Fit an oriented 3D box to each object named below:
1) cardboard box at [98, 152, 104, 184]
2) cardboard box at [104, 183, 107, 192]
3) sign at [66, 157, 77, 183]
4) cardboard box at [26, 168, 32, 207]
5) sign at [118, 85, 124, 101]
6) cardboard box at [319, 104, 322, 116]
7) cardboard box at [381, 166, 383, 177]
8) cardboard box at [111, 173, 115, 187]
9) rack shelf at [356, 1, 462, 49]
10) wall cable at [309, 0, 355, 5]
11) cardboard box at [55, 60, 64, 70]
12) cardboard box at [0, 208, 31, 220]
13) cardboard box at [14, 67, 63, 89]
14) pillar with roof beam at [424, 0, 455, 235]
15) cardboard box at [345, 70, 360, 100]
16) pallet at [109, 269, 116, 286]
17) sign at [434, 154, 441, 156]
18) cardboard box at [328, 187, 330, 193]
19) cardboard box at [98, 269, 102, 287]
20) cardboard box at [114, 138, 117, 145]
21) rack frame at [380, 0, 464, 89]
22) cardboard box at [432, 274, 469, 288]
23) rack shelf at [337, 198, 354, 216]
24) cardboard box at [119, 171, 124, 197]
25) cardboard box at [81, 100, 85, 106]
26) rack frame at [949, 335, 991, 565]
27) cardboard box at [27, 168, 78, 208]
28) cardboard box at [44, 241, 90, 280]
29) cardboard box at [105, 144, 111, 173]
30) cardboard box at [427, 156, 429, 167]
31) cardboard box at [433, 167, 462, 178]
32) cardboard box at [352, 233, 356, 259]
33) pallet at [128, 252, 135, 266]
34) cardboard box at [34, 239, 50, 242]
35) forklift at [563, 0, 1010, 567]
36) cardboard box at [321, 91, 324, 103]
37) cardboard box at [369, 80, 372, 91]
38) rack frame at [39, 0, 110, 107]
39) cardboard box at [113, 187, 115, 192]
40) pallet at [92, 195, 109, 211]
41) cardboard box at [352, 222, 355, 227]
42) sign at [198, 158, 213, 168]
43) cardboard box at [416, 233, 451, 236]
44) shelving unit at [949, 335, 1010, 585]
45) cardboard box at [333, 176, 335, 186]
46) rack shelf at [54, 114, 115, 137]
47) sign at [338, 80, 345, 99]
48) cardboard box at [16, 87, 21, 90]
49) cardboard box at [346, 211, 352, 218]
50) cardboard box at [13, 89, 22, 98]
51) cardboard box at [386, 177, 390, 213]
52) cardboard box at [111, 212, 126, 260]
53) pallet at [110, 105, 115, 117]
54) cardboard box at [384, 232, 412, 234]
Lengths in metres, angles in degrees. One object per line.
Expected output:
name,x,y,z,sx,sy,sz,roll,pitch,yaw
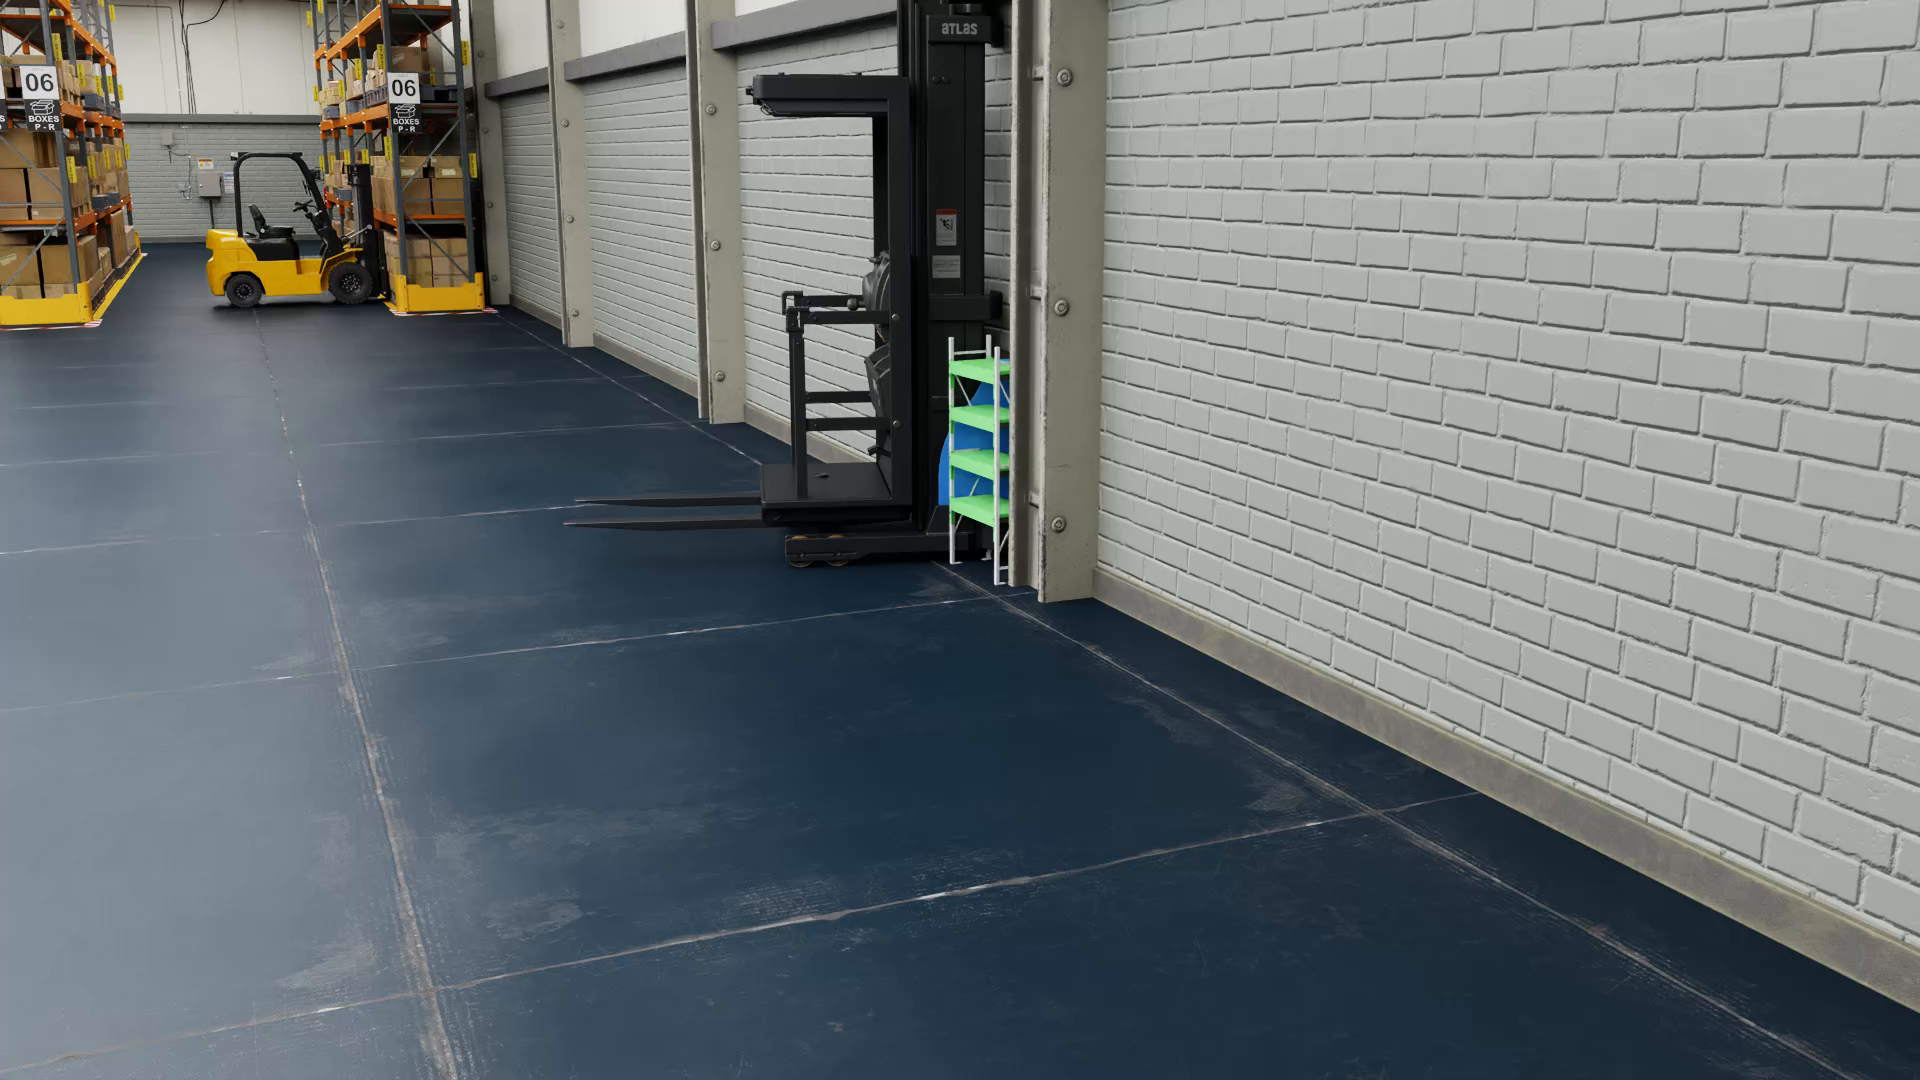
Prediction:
cardboard box,-14.190,-6.028,26.951,0.500,0.500,0.500,-7,15,-27
cardboard box,-14.384,-5.848,27.610,0.380,0.149,0.250,-6,14,-23
sign,-11.345,-4.727,21.221,0.100,0.325,0.005,-6,14,-23
cardboard box,-12.509,-4.641,21.887,0.500,0.500,0.500,-6,14,-23
sign,-17.749,-9.462,35.159,0.100,0.325,0.005,-6,14,-23
cardboard box,-13.778,-9.428,36.472,0.500,0.250,0.500,-6,14,-24
cardboard box,-8.410,-5.485,24.758,0.380,0.149,0.250,-6,14,-24
cardboard box,-15.609,-6.523,30.127,0.500,0.250,0.500,-5,14,-22
rack shelf,-8.097,-7.496,24.282,1.077,0.370,4.000,-6,14,-23
wall cable,-14.793,-14.925,41.564,2.988,3.039,0.133,-6,14,-23
cardboard box,-11.989,-6.242,21.823,0.380,0.149,0.250,-6,14,-23
cardboard box,-12.188,-4.192,21.385,0.380,0.149,0.250,-5,14,-21
cardboard box,-11.800,-5.917,21.304,0.500,0.250,0.500,-6,14,-24
pillar with roof beam,-13.097,-8.704,27.020,9.100,9.000,0.400,-6,14,-23
cardboard box,-10.434,-7.950,29.038,0.500,0.500,0.500,-5,14,-22
pallet,-14.735,-4.389,27.864,1.003,0.211,1.213,-6,14,-23
sign,-8.390,-6.042,26.729,0.100,0.325,0.005,-6,14,-23
cardboard box,-13.825,-7.796,36.957,0.380,0.149,0.250,-6,14,-23
cardboard box,-12.962,-3.850,24.517,0.500,0.250,0.500,-5,14,-20
cardboard box,-16.920,-7.891,32.933,0.380,0.149,0.250,-6,14,-25
rack frame,-7.296,-7.628,22.371,1.000,3.000,0.127,-6,14,-23
cardboard box,-7.313,-3.689,23.824,0.500,0.250,0.500,-6,14,-23
rack shelf,-11.302,-6.421,32.055,1.077,0.370,4.000,-6,14,-23
cardboard box,-16.795,-7.009,32.779,0.500,0.500,0.500,-6,14,-23
cardboard box,-14.410,-7.108,26.548,0.797,0.503,0.637,-6,14,-23
rack frame,0.053,-0.468,8.723,0.240,1.200,0.015,-7,15,-27
cardboard box,-11.778,-4.573,21.593,0.500,0.500,0.500,-6,14,-24
cardboard box,-12.136,-3.790,22.599,0.500,0.500,0.500,-6,14,-25
cardboard box,-15.421,-6.779,29.566,0.500,0.500,0.500,-5,14,-21
cardboard box,-7.427,-5.414,23.789,0.380,0.149,0.250,-5,14,-22
cardboard box,-7.194,-5.163,23.367,0.380,0.149,0.250,-6,14,-24
cardboard box,-11.270,-5.625,31.633,0.500,0.500,0.500,-5,14,-21
pallet,-16.882,-5.541,32.842,1.003,0.211,1.213,-6,14,-23
cardboard box,-13.024,-3.950,23.286,0.500,0.500,0.500,-5,14,-20
forklift,-0.625,-1.410,8.963,3.031,2.935,1.130,-2,13,-7
cardboard box,-13.357,-9.464,35.520,0.500,0.250,0.500,-6,14,-24
cardboard box,-8.689,-6.845,25.044,0.380,0.149,0.250,-5,14,-21
rack frame,-16.649,-9.658,31.142,1.000,3.000,0.127,-6,14,-23
cardboard box,-15.851,-6.381,30.620,0.500,0.250,0.500,-6,14,-24
pallet,-13.618,-5.160,25.438,1.003,0.211,1.213,-6,14,-23
cardboard box,-11.436,-6.016,31.886,0.380,0.149,0.250,-6,14,-26
sign,-18.682,-9.324,41.173,0.339,0.242,0.001,-6,14,-23
cardboard box,-7.908,-4.487,25.055,0.500,0.250,0.500,-6,14,-24
shelving unit,0.167,-0.419,8.513,0.258,1.200,0.503,-7,15,-27
cardboard box,-12.745,-7.442,34.543,0.500,0.250,0.500,-6,14,-23
rack shelf,-15.848,-7.433,29.776,1.077,0.370,4.000,-6,14,-23
sign,-10.998,-8.023,29.582,0.100,0.325,0.005,-6,14,-23
cardboard box,-12.482,-5.976,21.558,0.500,0.250,0.500,-6,14,-24
cardboard box,-12.147,-6.539,33.486,0.380,0.149,0.250,-6,14,-24
cardboard box,-12.487,-5.808,21.718,0.380,0.149,0.250,-6,14,-23
cardboard box,-7.933,-4.940,23.839,0.500,0.500,0.500,-5,14,-21
cardboard box,-15.959,-5.598,30.685,0.875,0.875,0.875,-5,14,-21
pallet,-16.967,-8.323,32.225,1.003,0.211,1.213,-6,14,-23
cardboard box,-8.586,-4.547,25.313,0.500,0.250,0.500,-5,14,-21
